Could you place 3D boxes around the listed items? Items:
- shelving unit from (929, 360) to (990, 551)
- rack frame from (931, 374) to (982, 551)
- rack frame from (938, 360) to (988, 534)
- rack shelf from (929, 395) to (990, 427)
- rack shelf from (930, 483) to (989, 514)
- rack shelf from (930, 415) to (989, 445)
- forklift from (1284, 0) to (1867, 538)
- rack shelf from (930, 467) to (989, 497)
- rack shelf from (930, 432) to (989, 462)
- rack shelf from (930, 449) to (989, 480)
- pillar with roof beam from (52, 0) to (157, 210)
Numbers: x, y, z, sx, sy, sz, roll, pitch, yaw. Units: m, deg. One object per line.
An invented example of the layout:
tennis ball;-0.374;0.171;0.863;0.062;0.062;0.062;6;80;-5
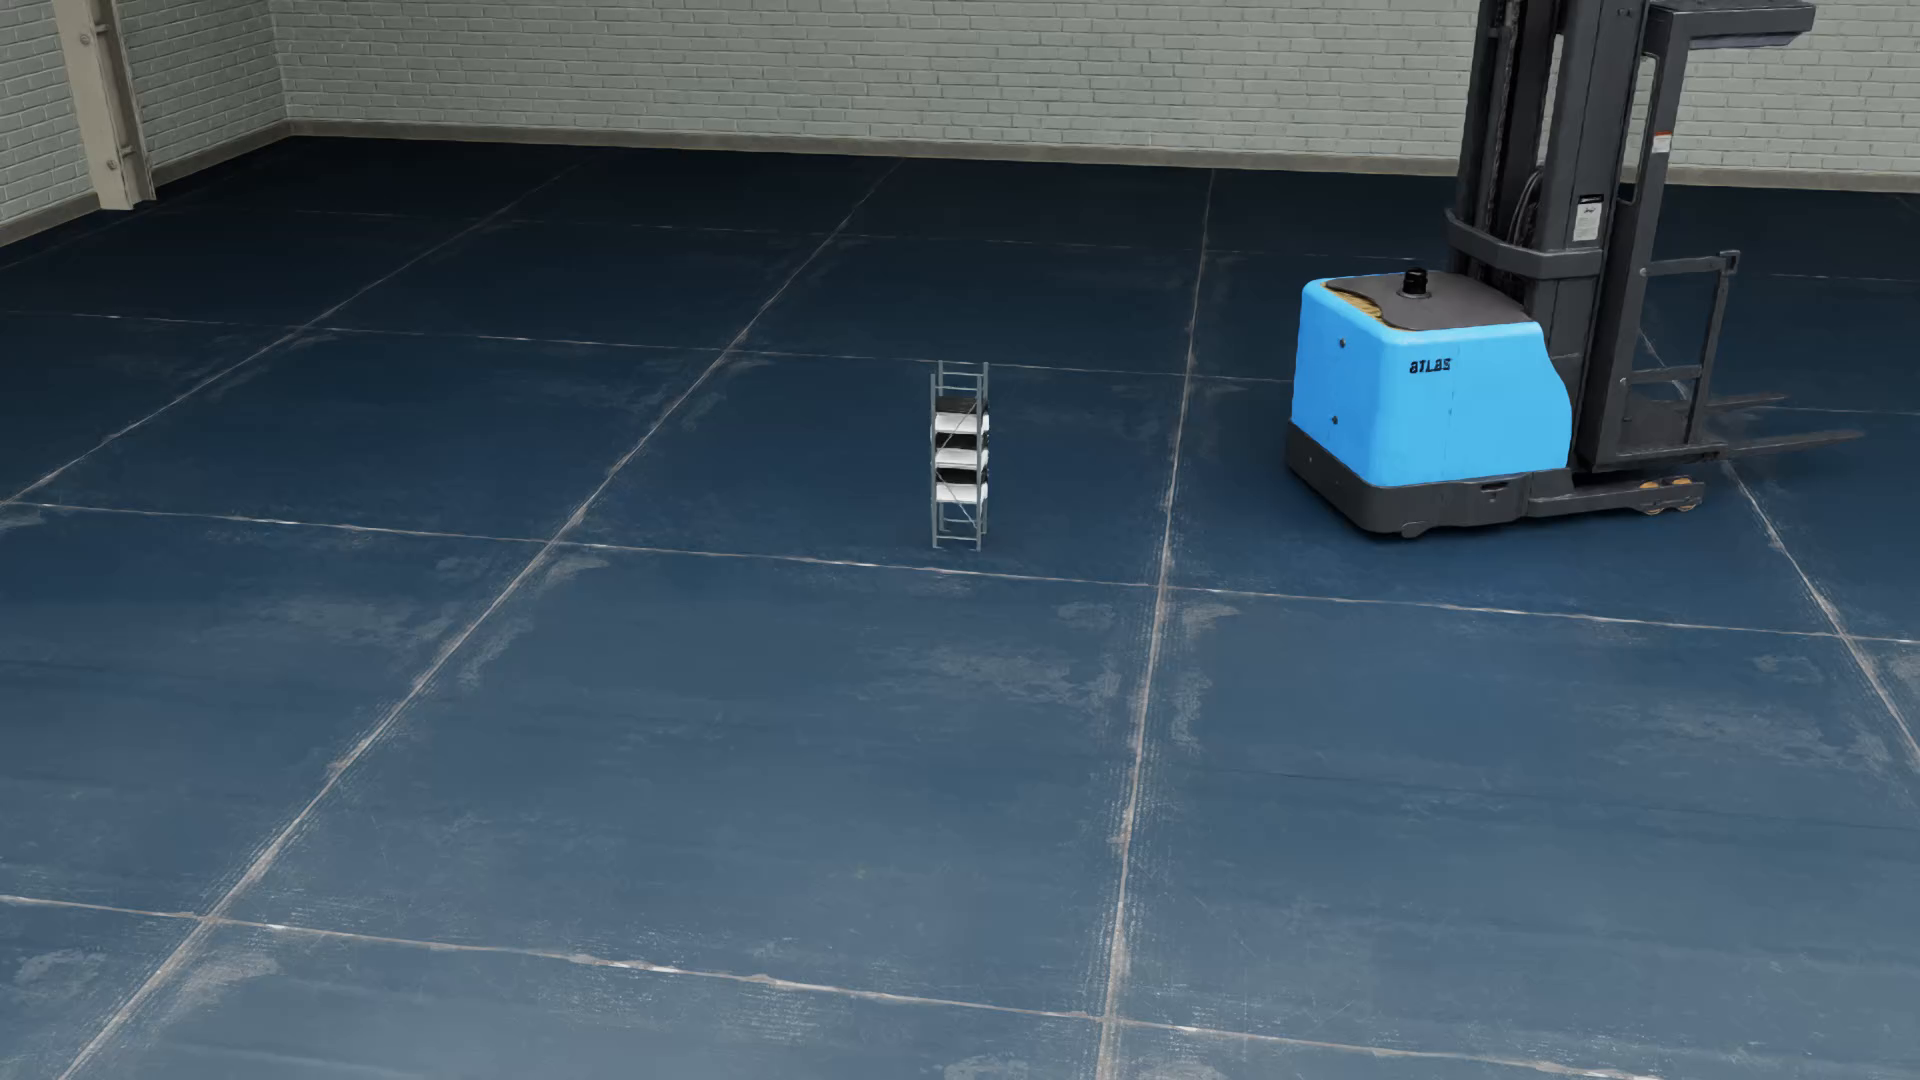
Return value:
shelving unit;-0.001;-0.404;8.052;0.258;0.900;0.210;4;25;9
rack frame;-0.018;-0.362;7.961;0.240;0.900;0.006;4;25;9
rack frame;0.015;-0.447;8.143;0.240;0.900;0.006;4;25;9
rack shelf;-0.001;-0.619;7.952;0.258;0.077;0.200;4;25;9
rack shelf;-0.001;-0.211;8.142;0.258;0.077;0.200;4;25;9
rack shelf;-0.001;-0.537;7.990;0.258;0.077;0.200;4;25;9
forklift;3.328;-1.665;8.350;3.031;2.935;1.130;-6;26;-13
rack shelf;-0.001;-0.292;8.104;0.258;0.077;0.200;4;25;9
rack shelf;-0.001;-0.455;8.028;0.258;0.077;0.200;4;25;9
rack shelf;-0.001;-0.374;8.066;0.258;0.077;0.200;4;25;9
pillar with roof beam;-3.024;-6.714;11.980;9.100;9.000;0.400;4;25;9
